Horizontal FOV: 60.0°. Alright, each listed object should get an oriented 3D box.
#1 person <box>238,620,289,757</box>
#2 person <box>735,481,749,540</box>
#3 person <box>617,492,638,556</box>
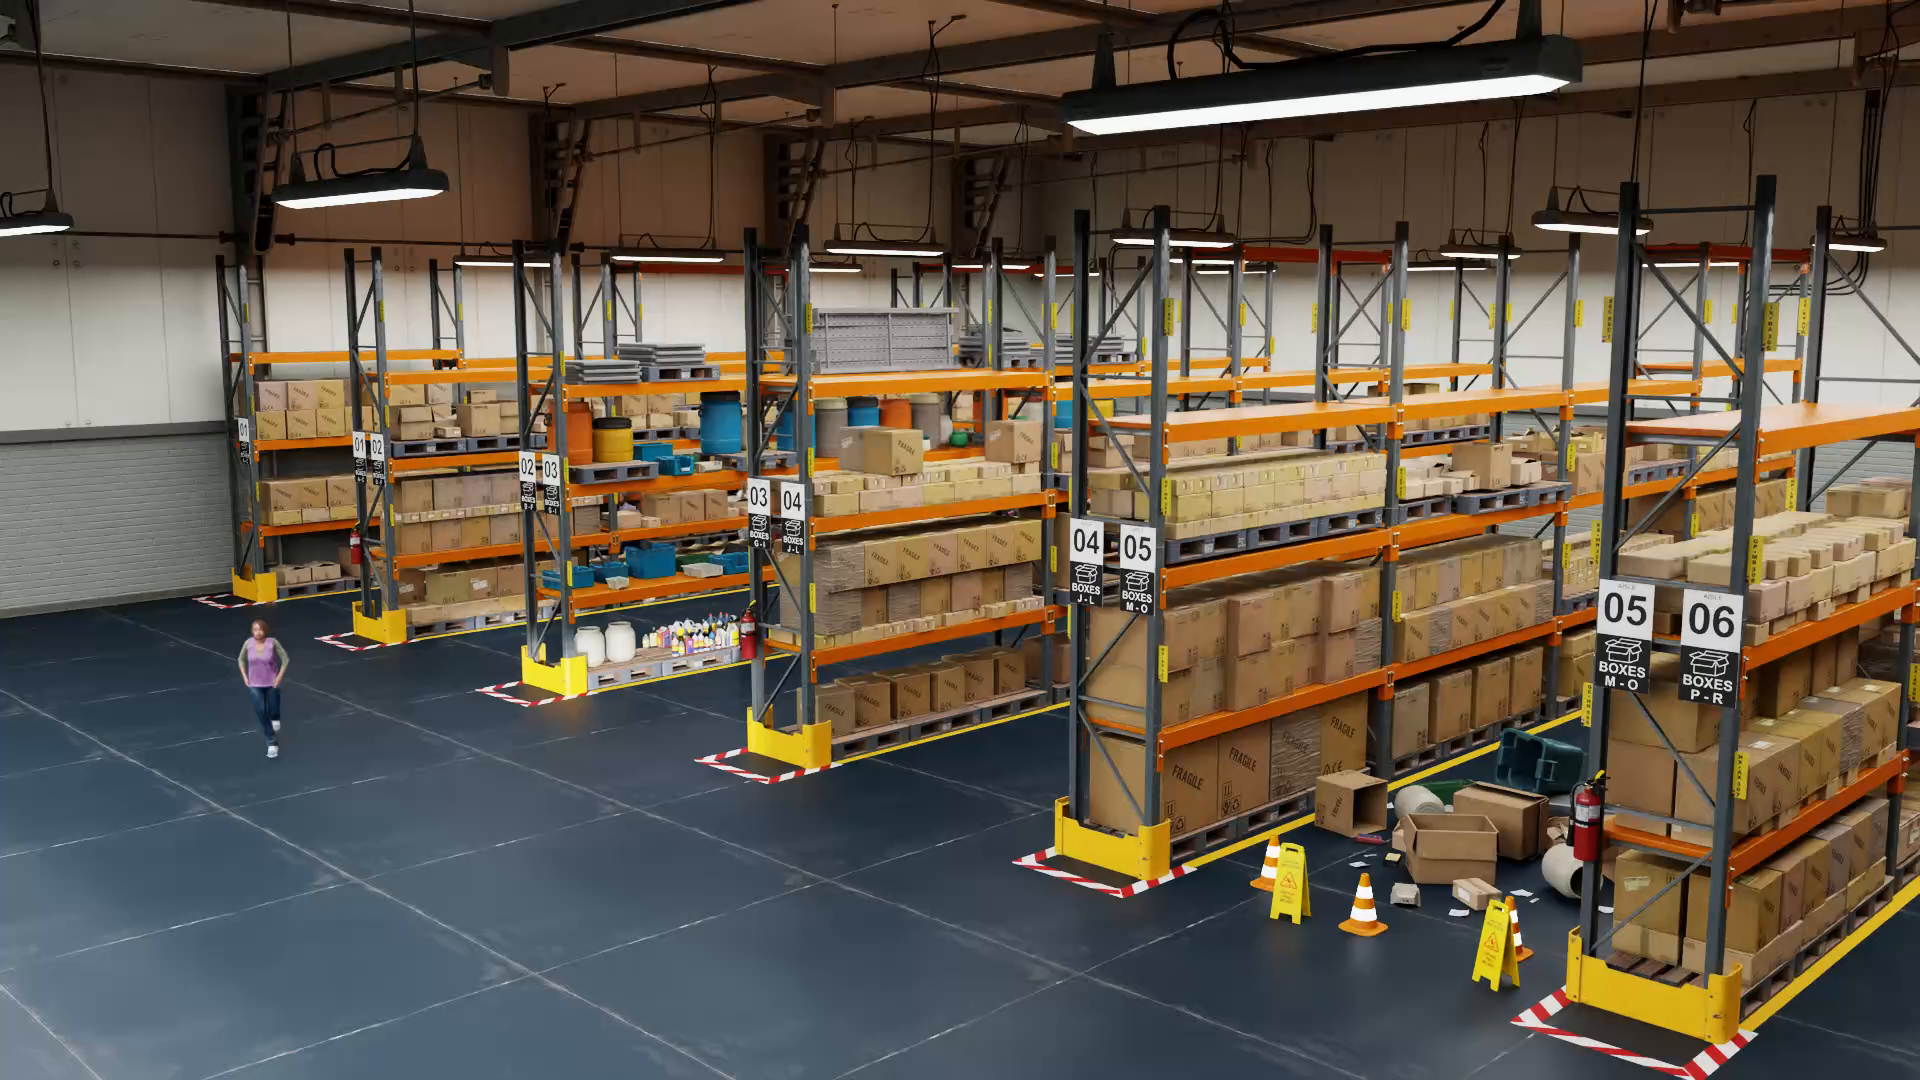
[{"bbox_3d":[-8.069,1.684,19.298,0.559,1.576,0.695,-2,8,-14],"label":"person"},{"bbox_3d":[-4.206,-0.304,32.799,0.672,1.682,0.838,7,11,40],"label":"person"},{"bbox_3d":[-6.303,-0.094,31.617,0.630,1.632,0.879,7,11,42],"label":"person"}]
